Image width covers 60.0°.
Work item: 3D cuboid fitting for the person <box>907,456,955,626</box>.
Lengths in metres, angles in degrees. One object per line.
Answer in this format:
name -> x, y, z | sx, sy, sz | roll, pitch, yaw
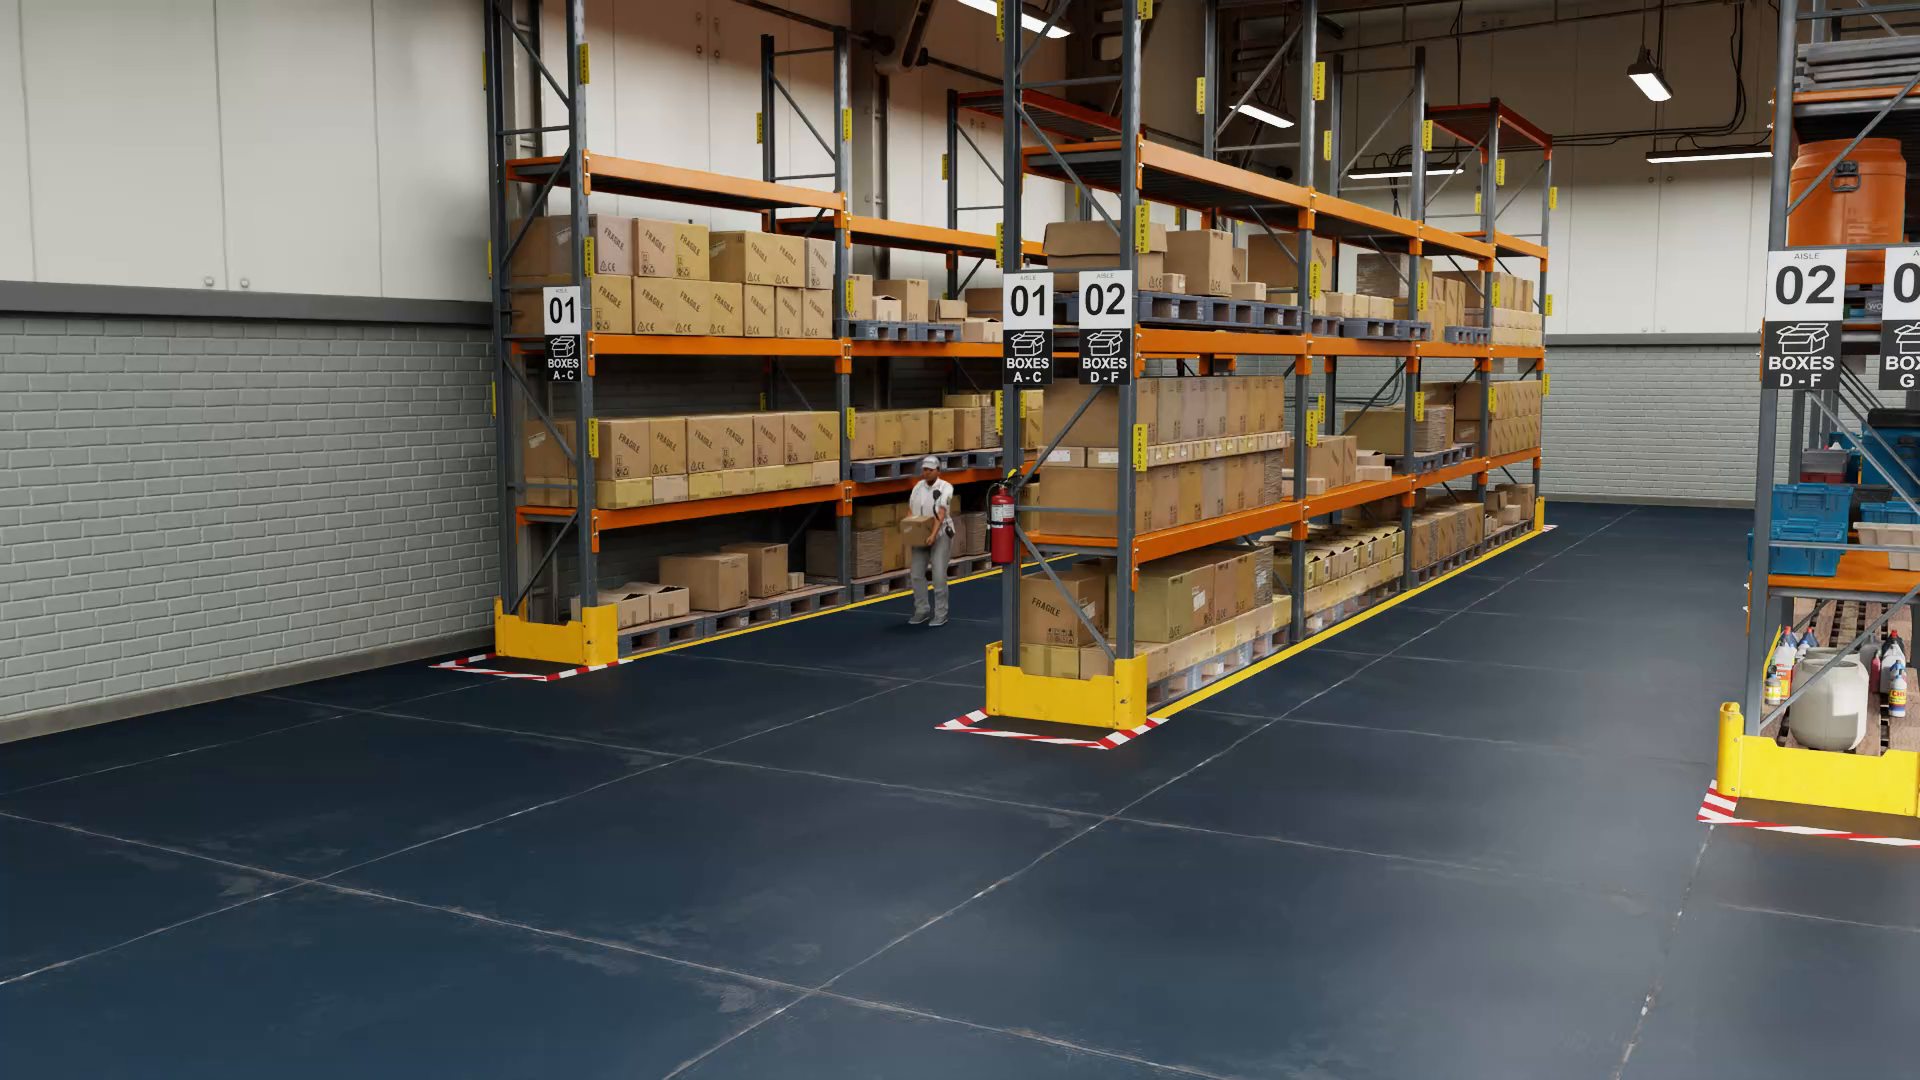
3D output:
person -> -0.306, 0.008, 16.352 | 0.452, 1.661, 0.552 | 3, 7, 28
